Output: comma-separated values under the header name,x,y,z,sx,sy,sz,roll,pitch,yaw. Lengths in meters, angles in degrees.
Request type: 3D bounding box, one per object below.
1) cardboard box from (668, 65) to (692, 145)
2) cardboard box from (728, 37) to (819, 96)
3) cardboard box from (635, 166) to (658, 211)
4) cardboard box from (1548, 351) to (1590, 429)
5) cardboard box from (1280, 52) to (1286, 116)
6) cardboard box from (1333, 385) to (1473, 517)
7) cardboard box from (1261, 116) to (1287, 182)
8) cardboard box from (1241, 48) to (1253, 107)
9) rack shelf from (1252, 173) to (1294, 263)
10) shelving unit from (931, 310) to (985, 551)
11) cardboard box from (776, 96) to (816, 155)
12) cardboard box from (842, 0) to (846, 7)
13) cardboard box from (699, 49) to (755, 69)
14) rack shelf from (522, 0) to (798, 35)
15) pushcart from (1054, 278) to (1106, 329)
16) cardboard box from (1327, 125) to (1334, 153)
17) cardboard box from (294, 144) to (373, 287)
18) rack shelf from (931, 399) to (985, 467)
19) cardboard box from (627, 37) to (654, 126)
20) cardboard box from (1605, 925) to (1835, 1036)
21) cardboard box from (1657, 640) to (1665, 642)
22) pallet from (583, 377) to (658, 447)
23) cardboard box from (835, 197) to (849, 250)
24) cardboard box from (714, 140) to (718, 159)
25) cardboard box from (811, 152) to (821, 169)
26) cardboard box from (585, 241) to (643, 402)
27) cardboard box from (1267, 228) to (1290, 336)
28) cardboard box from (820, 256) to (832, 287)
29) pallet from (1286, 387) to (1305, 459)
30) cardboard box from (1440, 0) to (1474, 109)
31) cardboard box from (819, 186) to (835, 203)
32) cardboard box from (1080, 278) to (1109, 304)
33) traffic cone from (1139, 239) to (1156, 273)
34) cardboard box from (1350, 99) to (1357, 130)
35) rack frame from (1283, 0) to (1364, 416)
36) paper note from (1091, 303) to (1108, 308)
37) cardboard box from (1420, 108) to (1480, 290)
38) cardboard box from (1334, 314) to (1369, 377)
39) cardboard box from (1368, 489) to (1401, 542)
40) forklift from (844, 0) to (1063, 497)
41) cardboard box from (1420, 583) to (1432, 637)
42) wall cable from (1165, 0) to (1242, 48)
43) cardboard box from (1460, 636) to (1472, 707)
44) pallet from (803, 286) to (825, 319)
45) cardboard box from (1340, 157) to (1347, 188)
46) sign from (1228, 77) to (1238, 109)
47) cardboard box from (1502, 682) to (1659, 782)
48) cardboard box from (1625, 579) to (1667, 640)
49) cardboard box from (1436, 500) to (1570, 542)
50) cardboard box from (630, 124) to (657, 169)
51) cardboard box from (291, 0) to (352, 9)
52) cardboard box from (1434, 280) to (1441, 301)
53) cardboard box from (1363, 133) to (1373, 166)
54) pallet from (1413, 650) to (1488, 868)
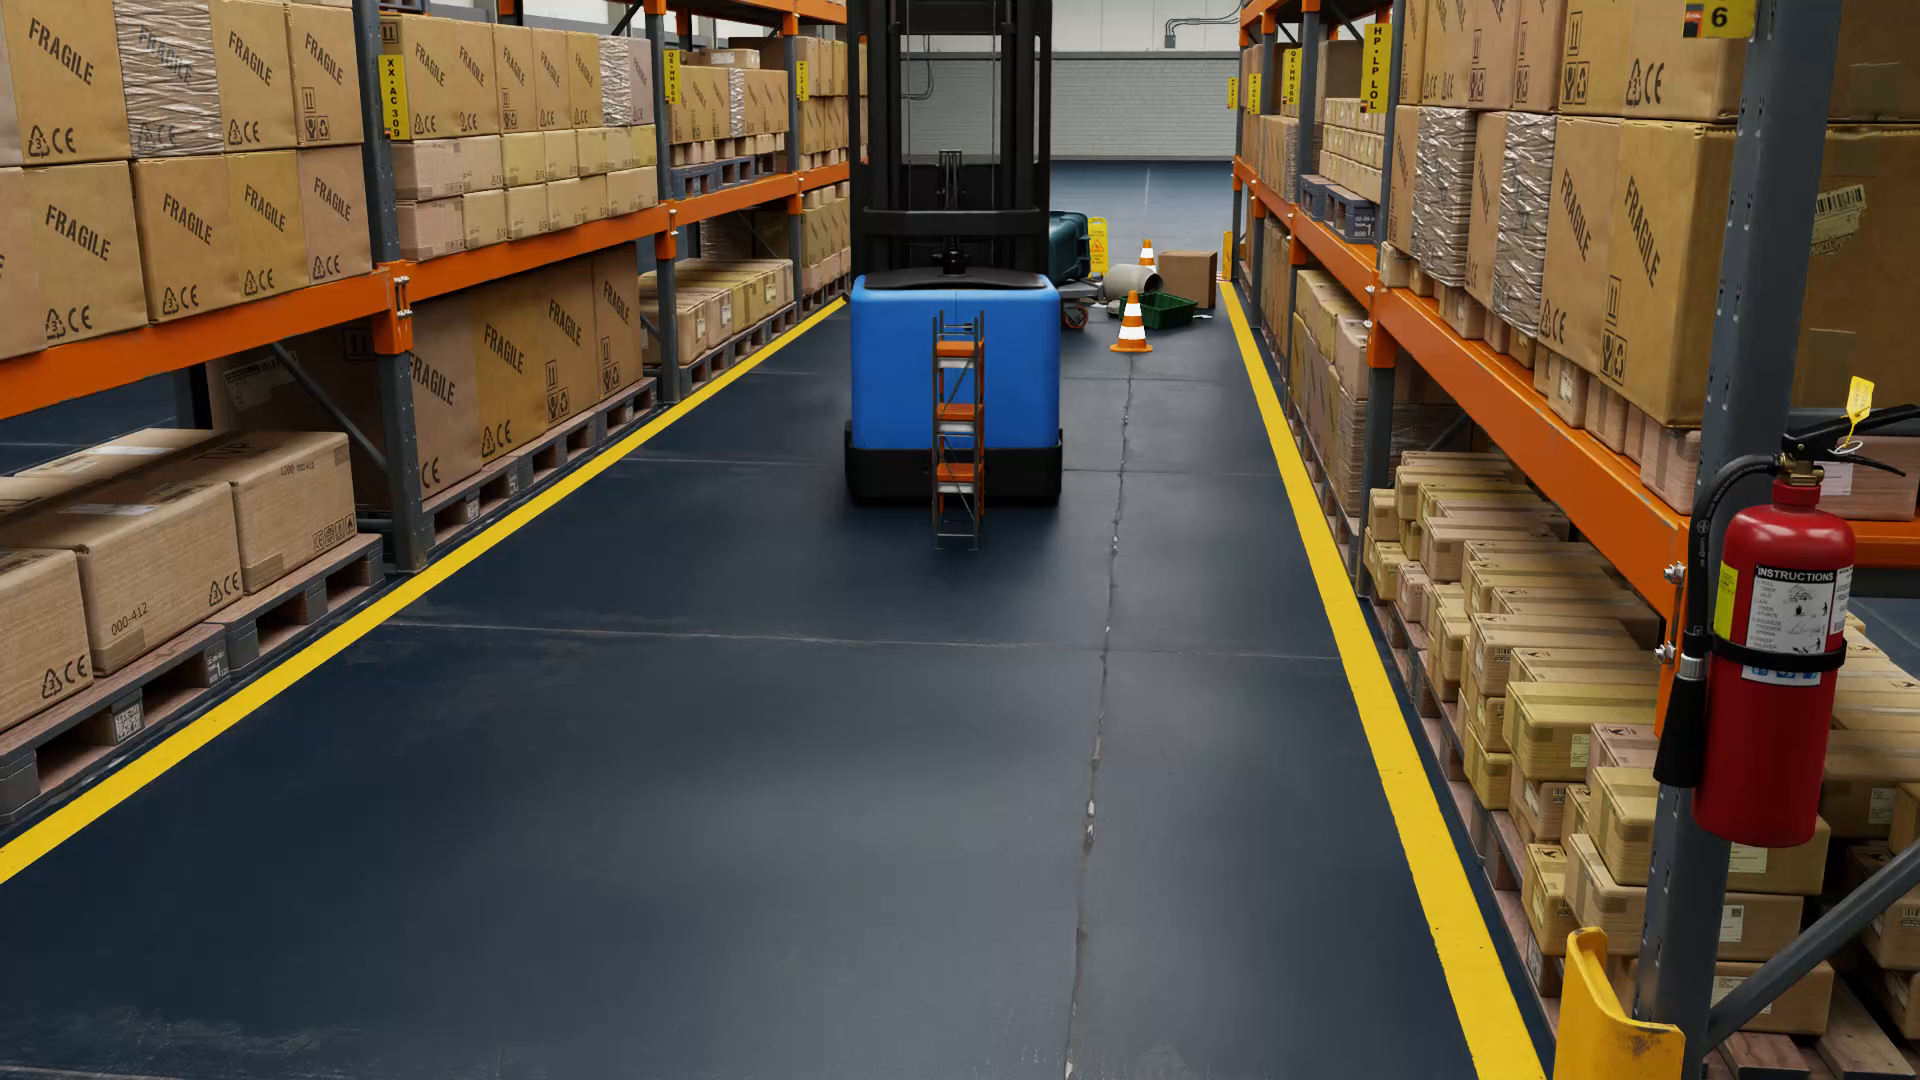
name,x,y,z,sx,sy,sz,roll,pitch,yaw
cardboard box,-2.076,-2.866,10.948,0.500,0.500,0.500,1,15,5
cardboard box,-1.641,-4.181,14.701,0.700,0.500,0.500,2,15,6
cardboard box,-2.156,-2.150,10.154,0.500,0.250,0.500,1,15,4
cardboard box,1.510,-0.334,3.633,0.380,0.149,0.250,2,15,8
cardboard box,2.974,-3.681,13.422,0.700,0.500,0.500,1,15,5
cardboard box,1.955,-0.400,7.378,0.500,0.500,0.500,1,15,5
cardboard box,2.641,-3.068,13.070,0.500,0.500,0.500,2,15,7
cardboard box,3.227,-4.529,16.307,0.875,0.550,0.550,2,15,6
rack shelf,2.798,-2.413,12.218,1.077,0.370,4.000,2,15,6
shelving unit,-0.006,-0.493,7.474,0.215,1.050,0.252,2,15,6
cardboard box,-1.579,-3.696,14.824,0.500,0.500,0.500,2,15,6
cardboard box,-1.352,-5.399,16.617,0.380,0.149,0.250,2,15,6
cardboard box,-1.806,-3.729,12.898,0.380,0.149,0.250,1,15,4
rack shelf,-2.131,-3.981,12.269,1.077,0.370,4.000,2,15,6
pushcart,0.365,-2.079,14.627,1.648,0.377,0.936,-4,16,-13
cardboard box,2.290,-2.277,9.443,0.380,0.149,0.250,2,15,9
cardboard box,-2.607,-1.244,6.326,0.500,0.500,0.500,2,15,7
rack shelf,-0.006,-0.483,7.476,0.215,0.259,0.240,2,15,6
cardboard box,-2.155,-2.750,9.980,0.500,0.500,0.500,1,15,5
cardboard box,1.522,0.864,3.377,0.380,0.149,0.250,2,15,7
cardboard box,2.113,0.323,4.808,0.380,0.149,0.250,2,15,9
pallet,-2.521,-0.813,10.264,1.003,0.211,1.213,2,15,6
cardboard box,-1.405,-3.192,16.746,0.500,0.500,0.500,1,15,5
cardboard box,-1.999,-2.873,12.219,0.380,0.149,0.250,2,15,8
cardboard box,-1.512,-3.550,15.524,0.380,0.149,0.250,2,15,8
cardboard box,-2.517,-1.362,10.217,0.875,0.875,0.875,2,15,6
cardboard box,2.931,-1.982,12.751,1.050,0.750,0.750,2,15,6
cardboard box,-1.522,-2.558,15.839,0.500,0.250,0.500,3,15,9
pallet,2.483,-0.693,9.820,1.003,0.211,1.213,2,15,6
cardboard box,1.697,-1.504,4.802,0.500,0.500,0.500,2,15,7
cardboard box,-1.413,-3.328,16.008,0.380,0.149,0.250,3,15,9
cardboard box,1.388,-2.459,16.249,0.396,0.266,0.258,4,16,16
traffic cone,2.005,-2.996,17.855,0.336,0.463,0.334,2,15,6
cardboard box,2.181,-2.155,8.423,0.380,0.149,0.250,2,15,8
rack frame,2.573,-2.242,10.206,1.000,3.000,0.127,2,15,6
paper note,1.359,-2.248,15.933,0.172,0.023,0.155,7,17,25
cardboard box,1.674,-1.017,4.915,0.500,0.500,0.500,1,15,5
cardboard box,2.026,-0.896,7.776,0.500,0.250,0.500,2,15,9
cardboard box,1.763,-0.090,6.335,0.380,0.149,0.250,2,15,9
forklift,-0.065,-1.954,9.272,1.130,2.935,3.031,0,15,-2
cardboard box,1.776,0.257,5.624,0.380,0.149,0.250,1,15,5
wall cable,7.102,-17.187,47.469,2.305,6.003,0.169,2,15,6
cardboard box,1.596,0.382,4.589,0.380,0.149,0.250,2,15,9
pallet,-1.865,-2.228,15.497,1.003,0.211,1.213,2,15,6
cardboard box,2.205,-1.934,8.746,0.380,0.149,0.250,2,15,8
sign,2.925,-4.791,17.822,0.100,0.325,0.005,2,15,6
cardboard box,1.466,0.440,3.804,0.380,0.149,0.250,1,15,5
cardboard box,2.129,0.184,4.754,0.380,0.149,0.250,2,15,6
cardboard box,1.800,-0.030,5.543,0.380,0.149,0.250,1,15,5
cardboard box,-2.159,-2.397,10.110,0.500,0.250,0.500,2,15,6
cardboard box,-2.527,-2.079,6.253,0.380,0.149,0.250,1,15,5
cardboard box,1.831,-0.879,5.648,0.380,0.149,0.250,1,15,4
cardboard box,2.087,-1.809,7.714,0.380,0.149,0.250,1,15,3
pallet,1.946,0.634,4.912,1.003,0.211,1.213,2,15,6
